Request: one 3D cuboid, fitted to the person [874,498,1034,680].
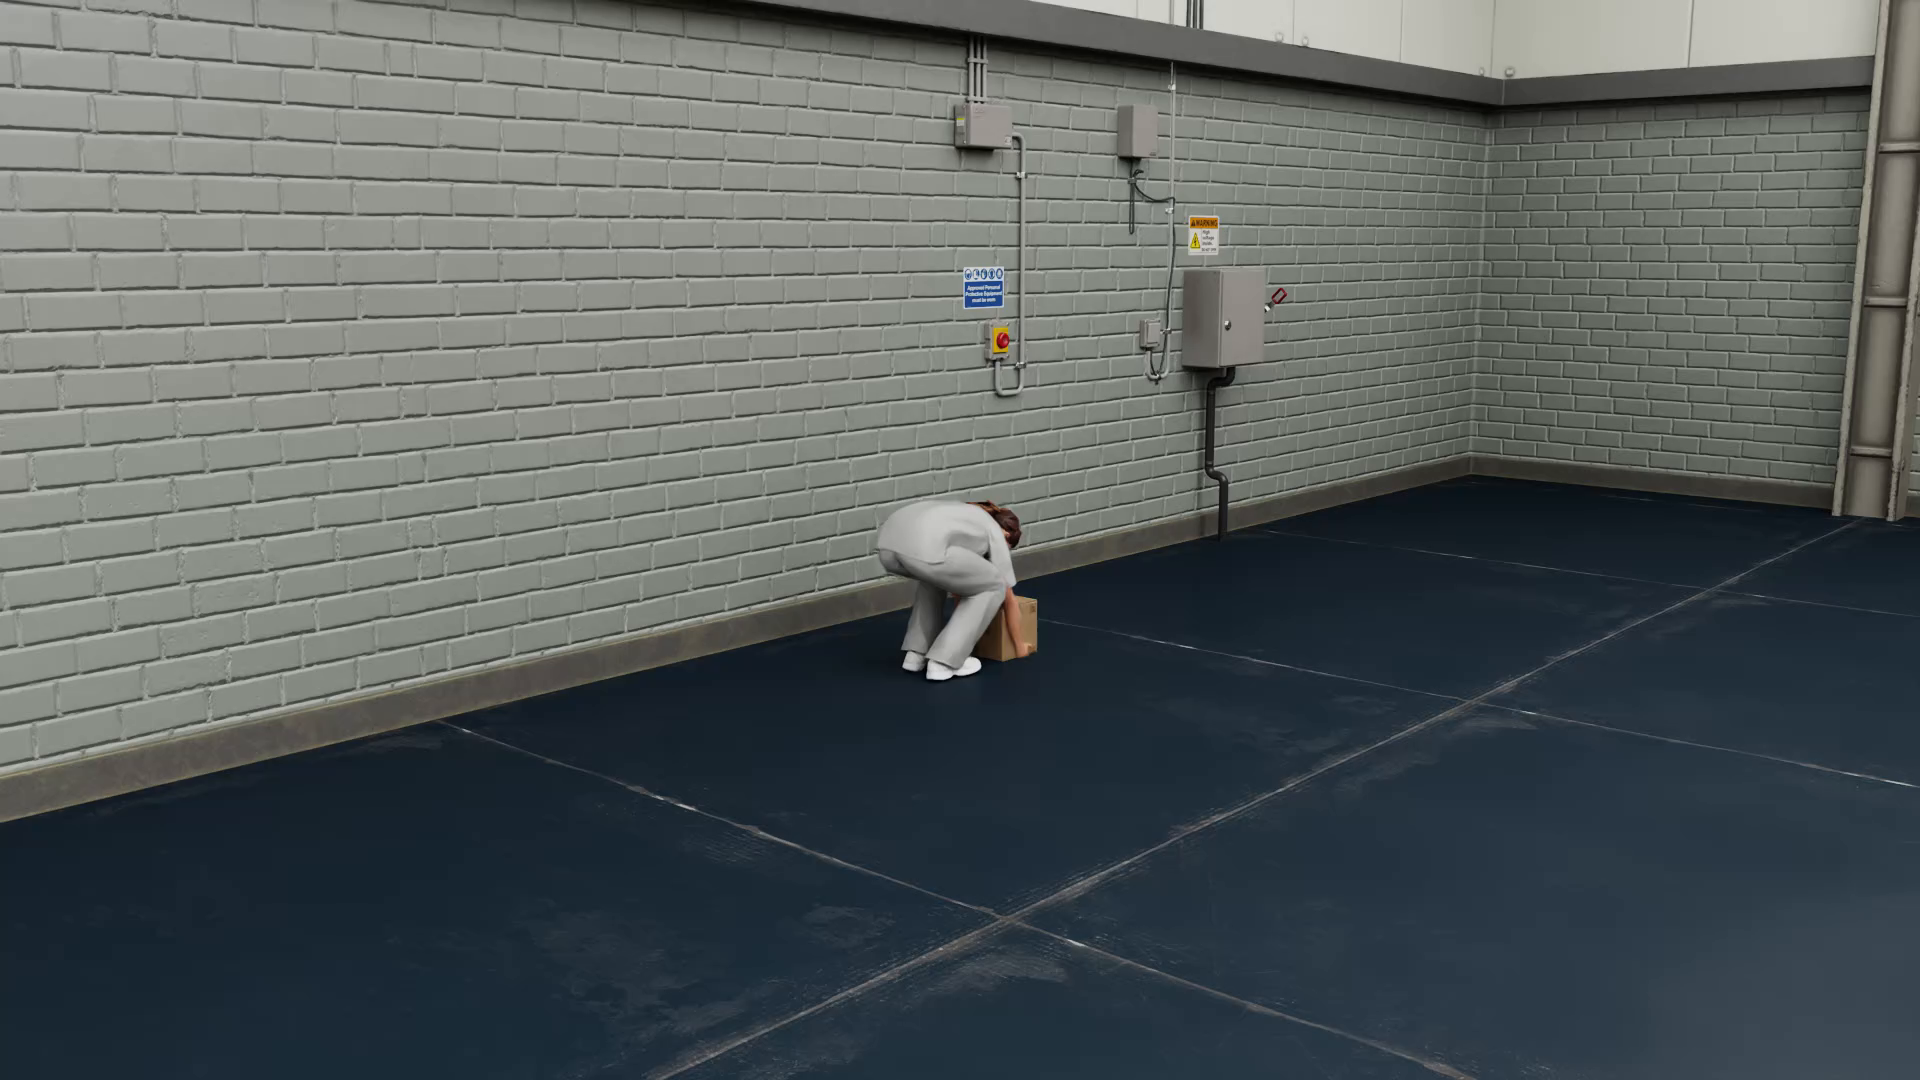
[{"bbox_3d":[-0.014,0.203,7.428,0.456,0.785,0.866,8,13,39],"label":"person"}]
